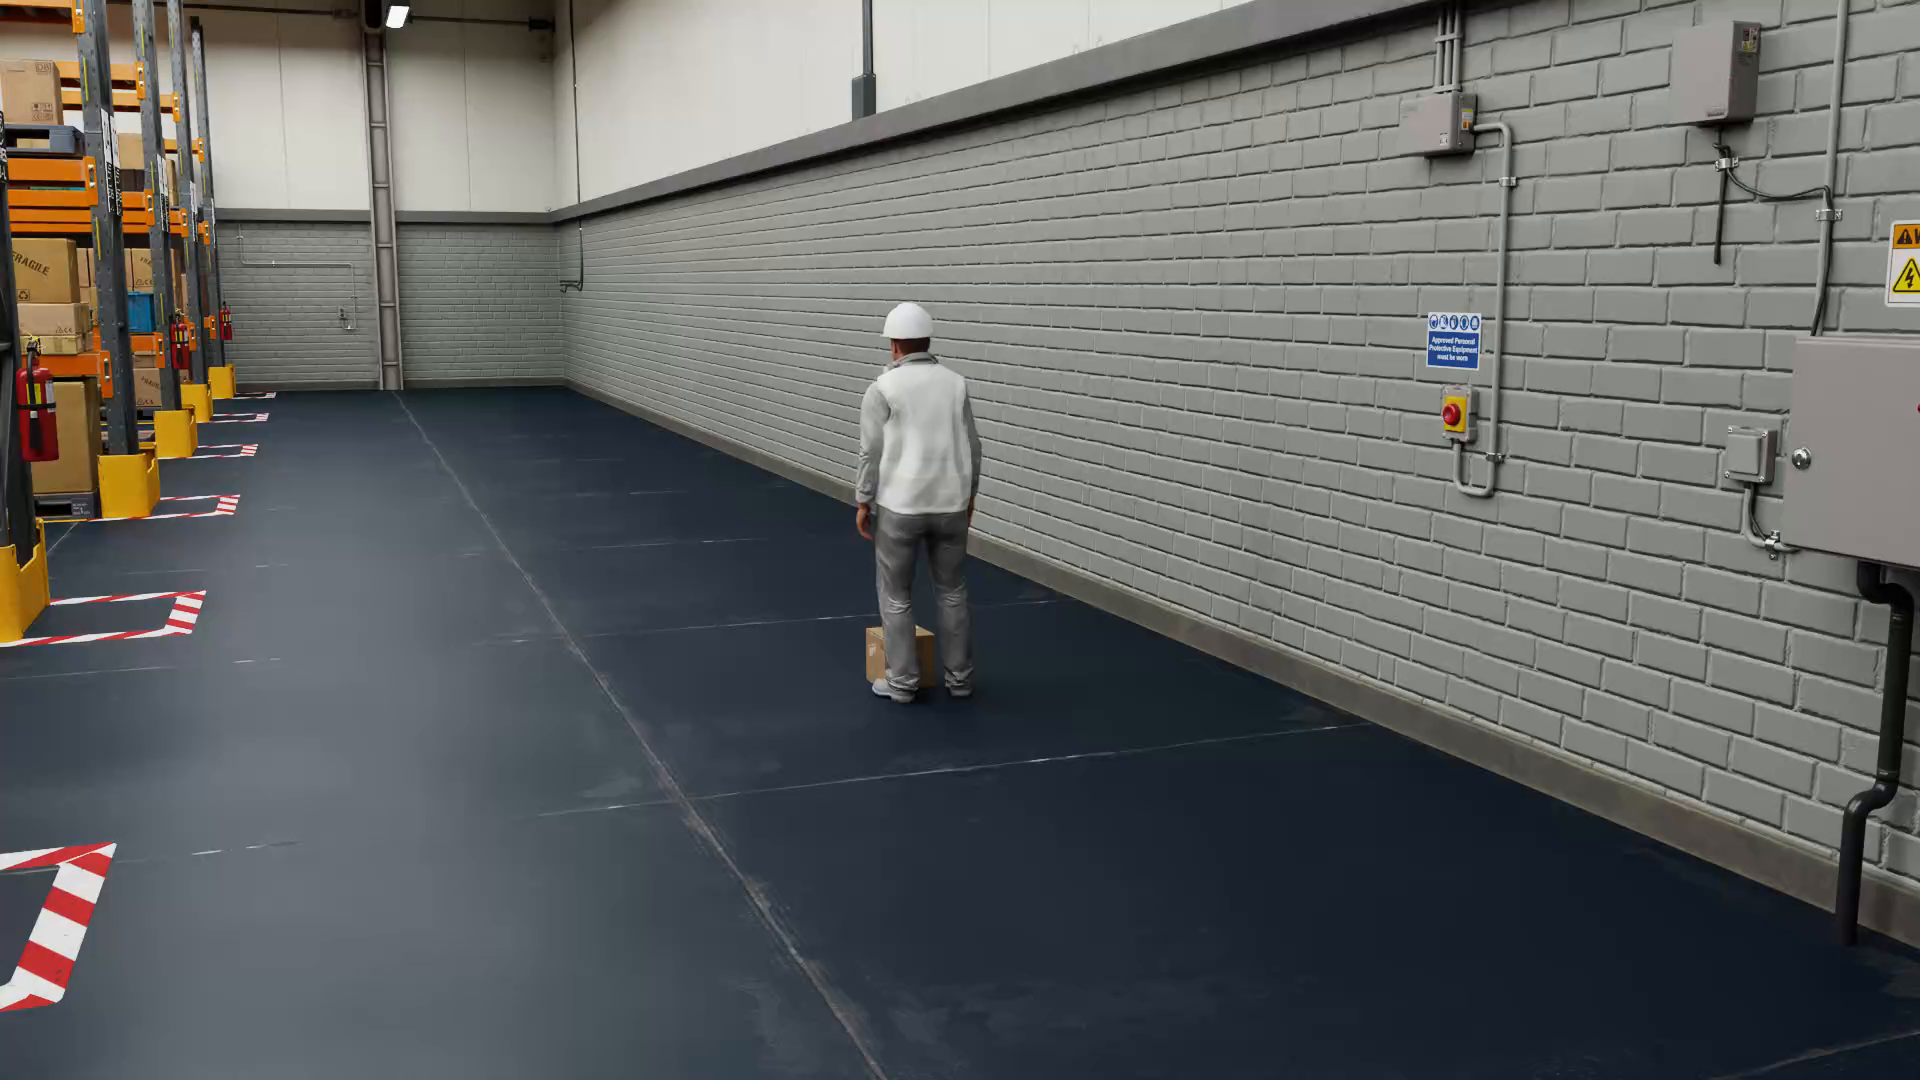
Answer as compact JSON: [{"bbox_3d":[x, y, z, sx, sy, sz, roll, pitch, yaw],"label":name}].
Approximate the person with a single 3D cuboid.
[{"bbox_3d":[-0.185,-0.165,7.440,0.589,1.772,0.461,-4,10,-23],"label":"person"}]
